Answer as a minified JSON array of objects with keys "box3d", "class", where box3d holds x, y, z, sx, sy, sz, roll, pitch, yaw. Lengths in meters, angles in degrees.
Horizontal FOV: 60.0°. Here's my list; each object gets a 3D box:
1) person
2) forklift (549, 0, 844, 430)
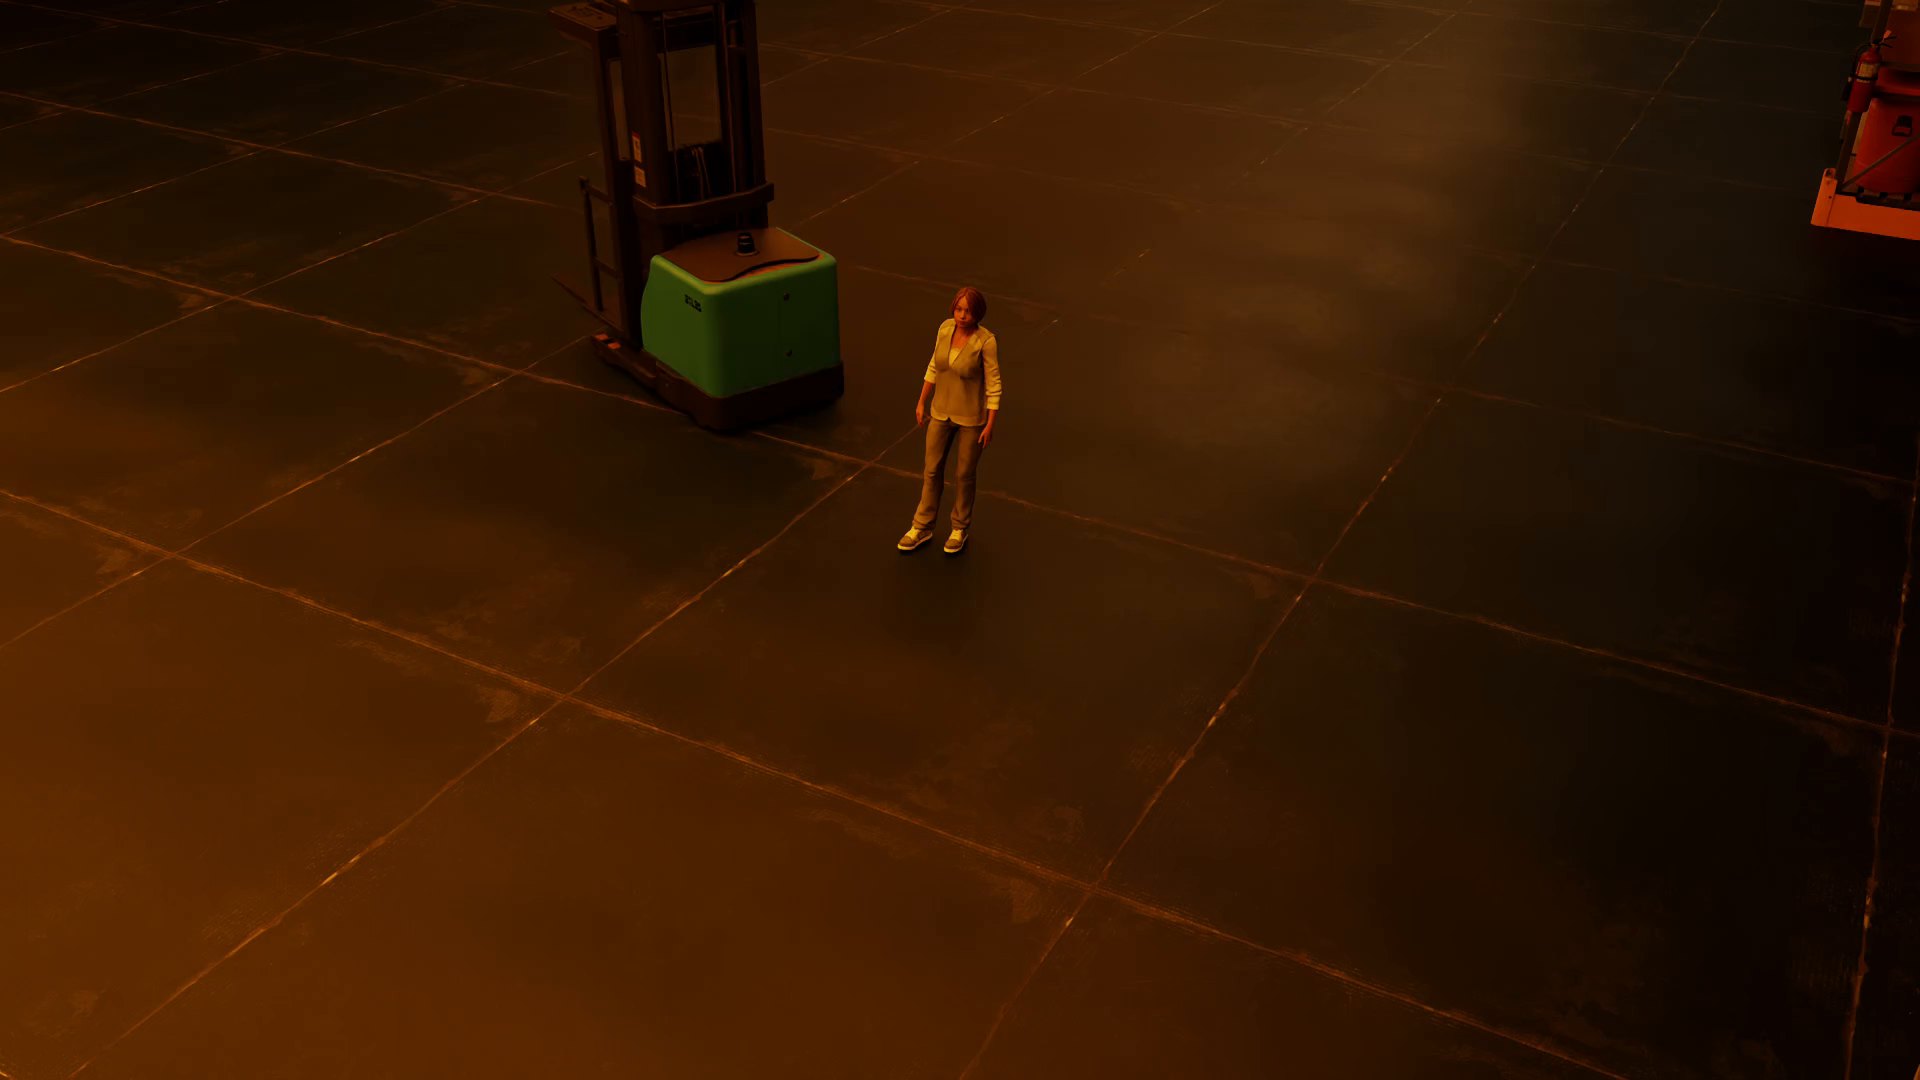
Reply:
[{"box3d":[-0.048,-0.669,9.550,0.520,1.597,0.475,15,33,25],"class":"person"},{"box3d":[-2.091,-2.684,11.721,1.130,2.935,3.031,-20,36,-31],"class":"forklift"}]
